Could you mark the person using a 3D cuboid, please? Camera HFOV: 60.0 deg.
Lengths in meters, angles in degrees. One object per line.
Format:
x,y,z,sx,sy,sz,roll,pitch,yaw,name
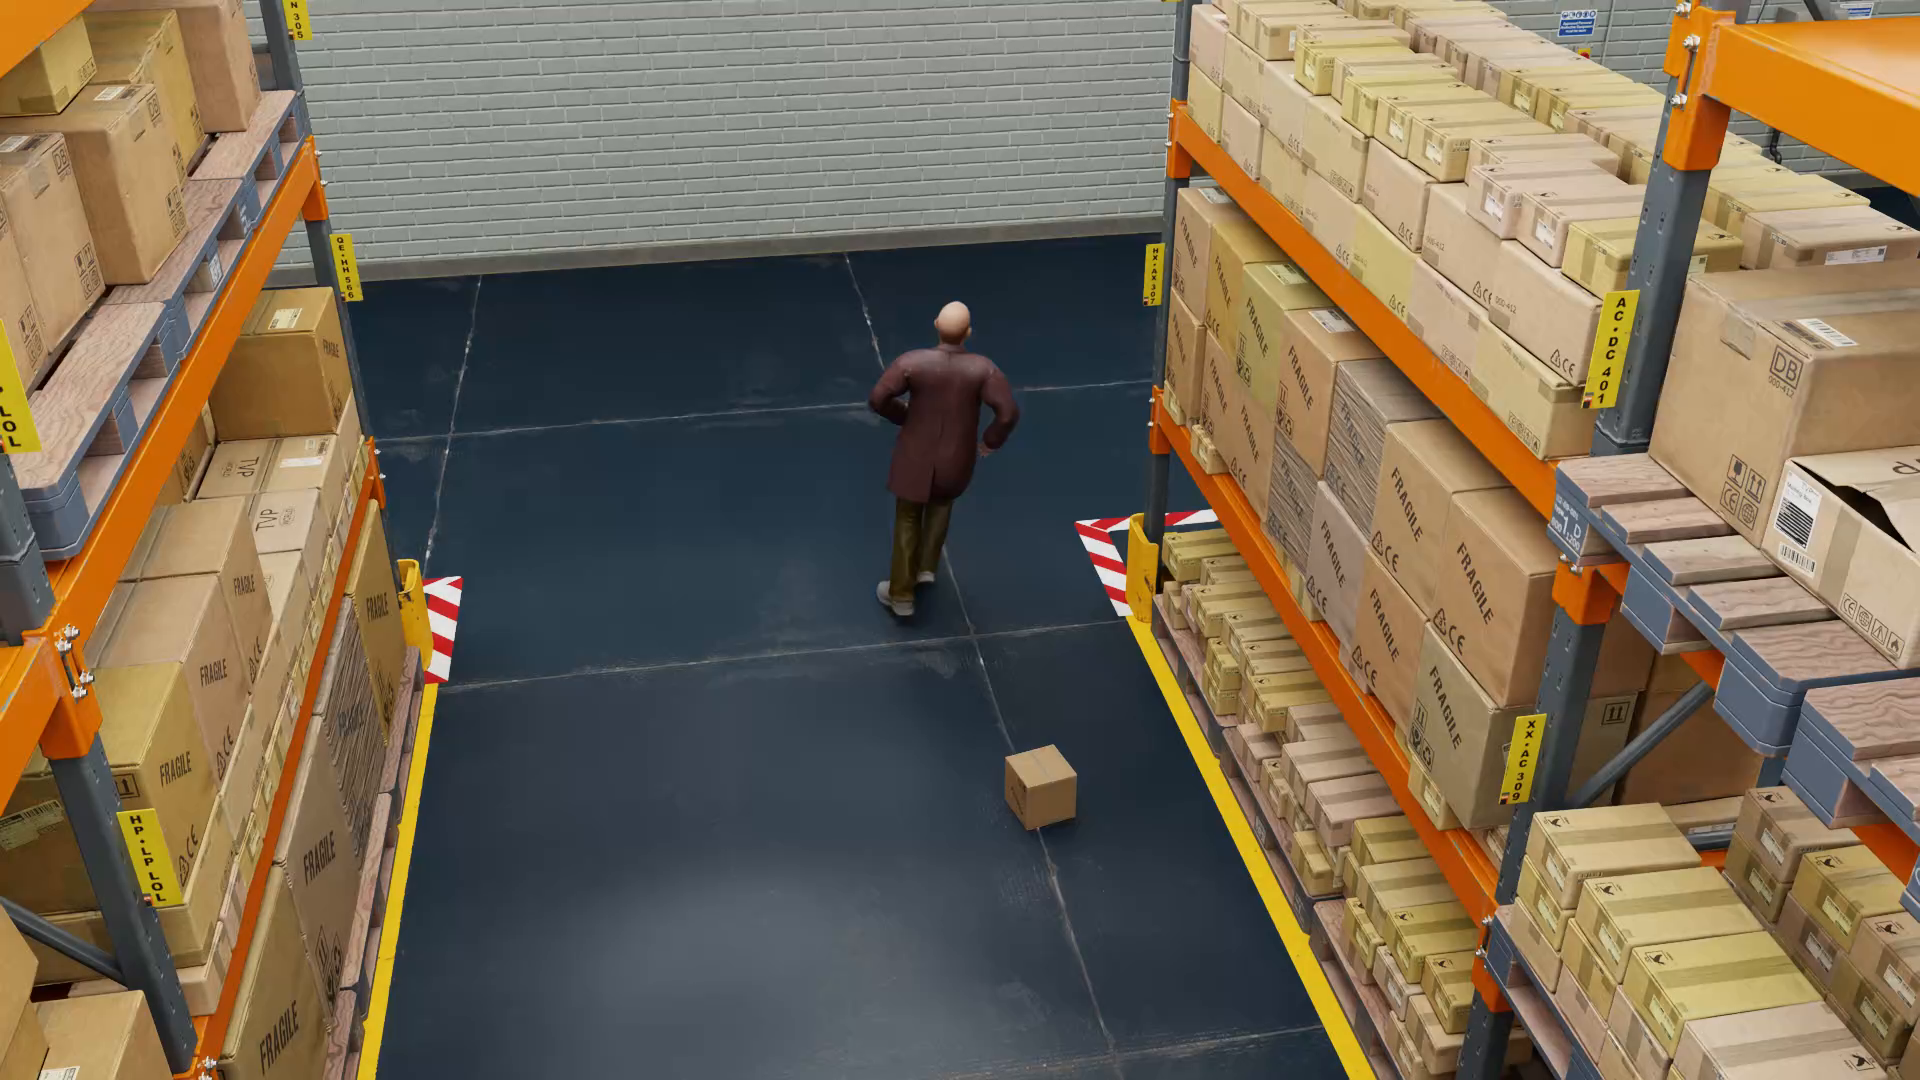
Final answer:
-0.086,-0.417,8.939,0.790,1.813,0.611,-1,30,-1,person
